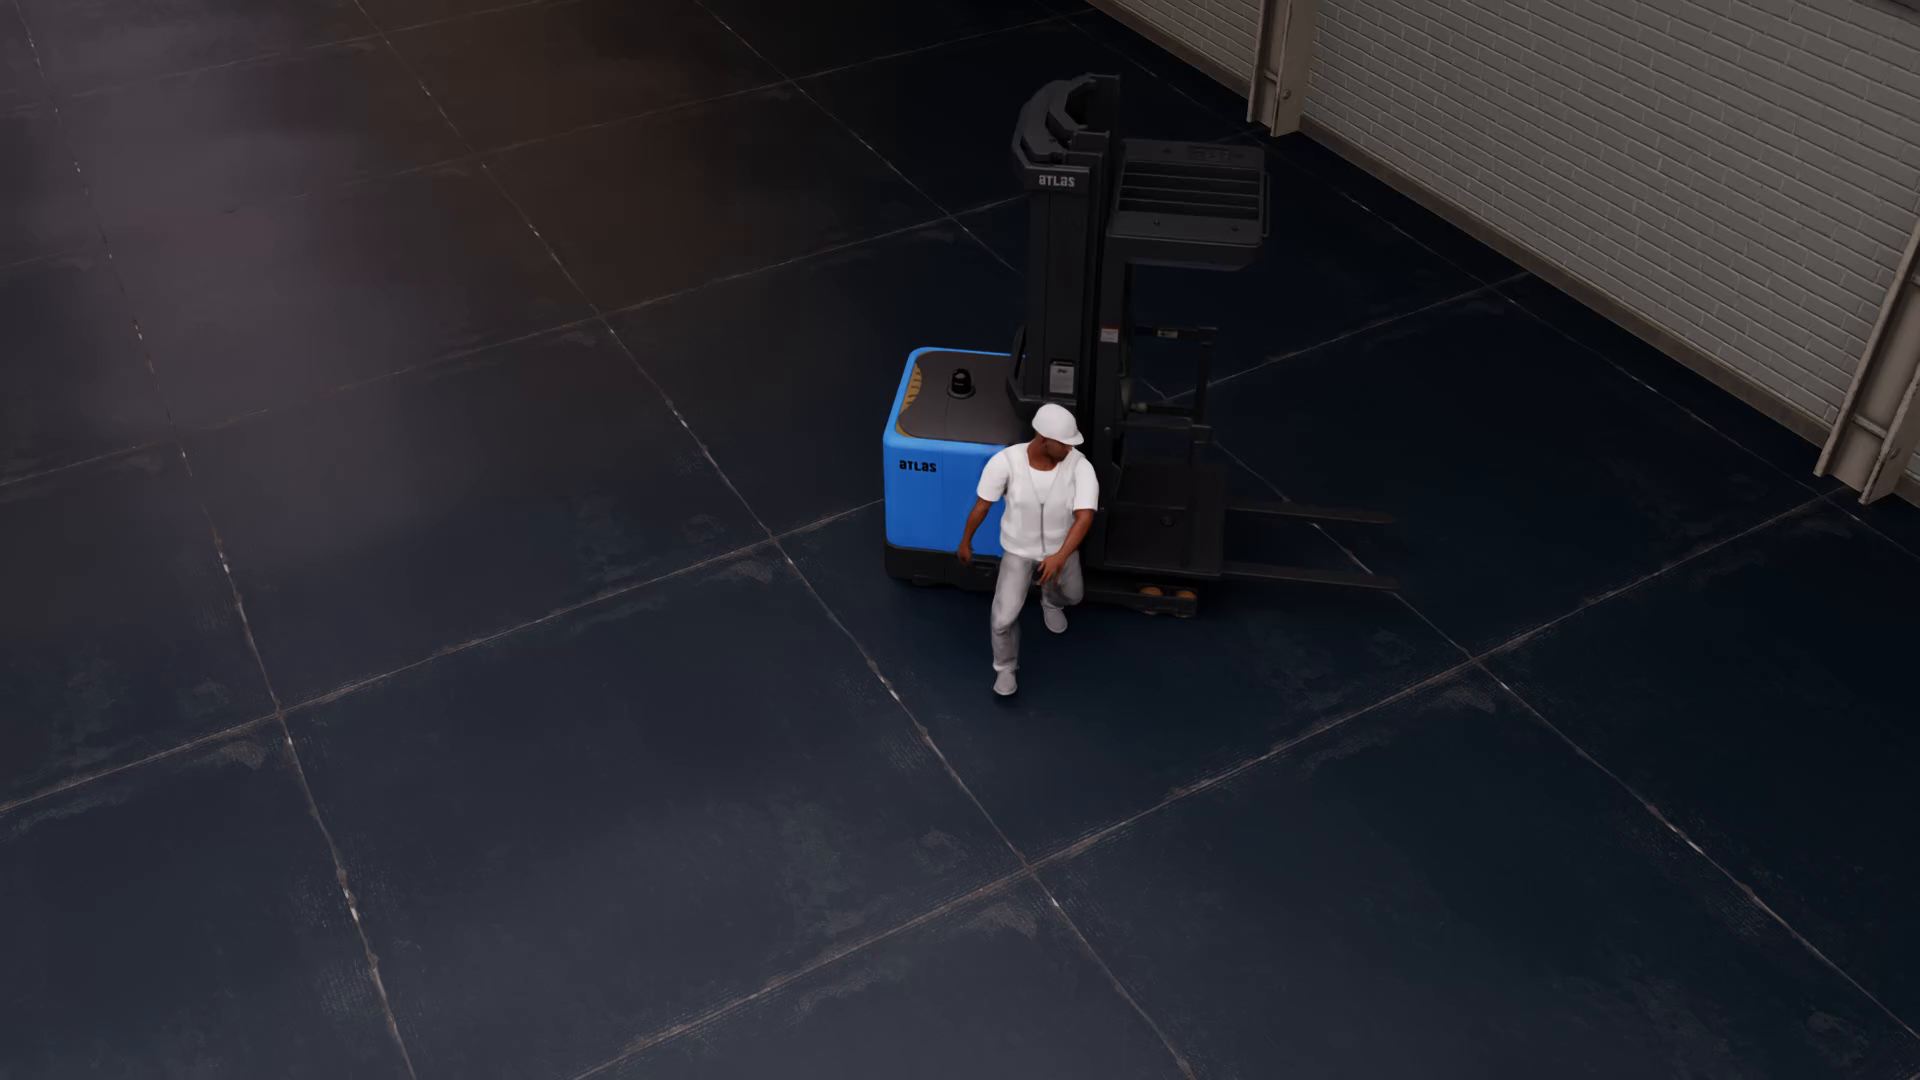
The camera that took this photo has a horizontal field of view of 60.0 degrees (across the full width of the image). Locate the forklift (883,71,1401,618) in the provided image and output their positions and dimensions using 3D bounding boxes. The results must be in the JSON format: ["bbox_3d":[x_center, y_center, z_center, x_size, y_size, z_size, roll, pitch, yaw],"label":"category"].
[{"bbox_3d":[1.110,-1.036,9.285,3.031,2.935,1.130,6,40,7],"label":"forklift"}]

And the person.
[{"bbox_3d":[0.364,0.024,9.009,0.743,1.682,0.815,-6,40,-7],"label":"person"}]
